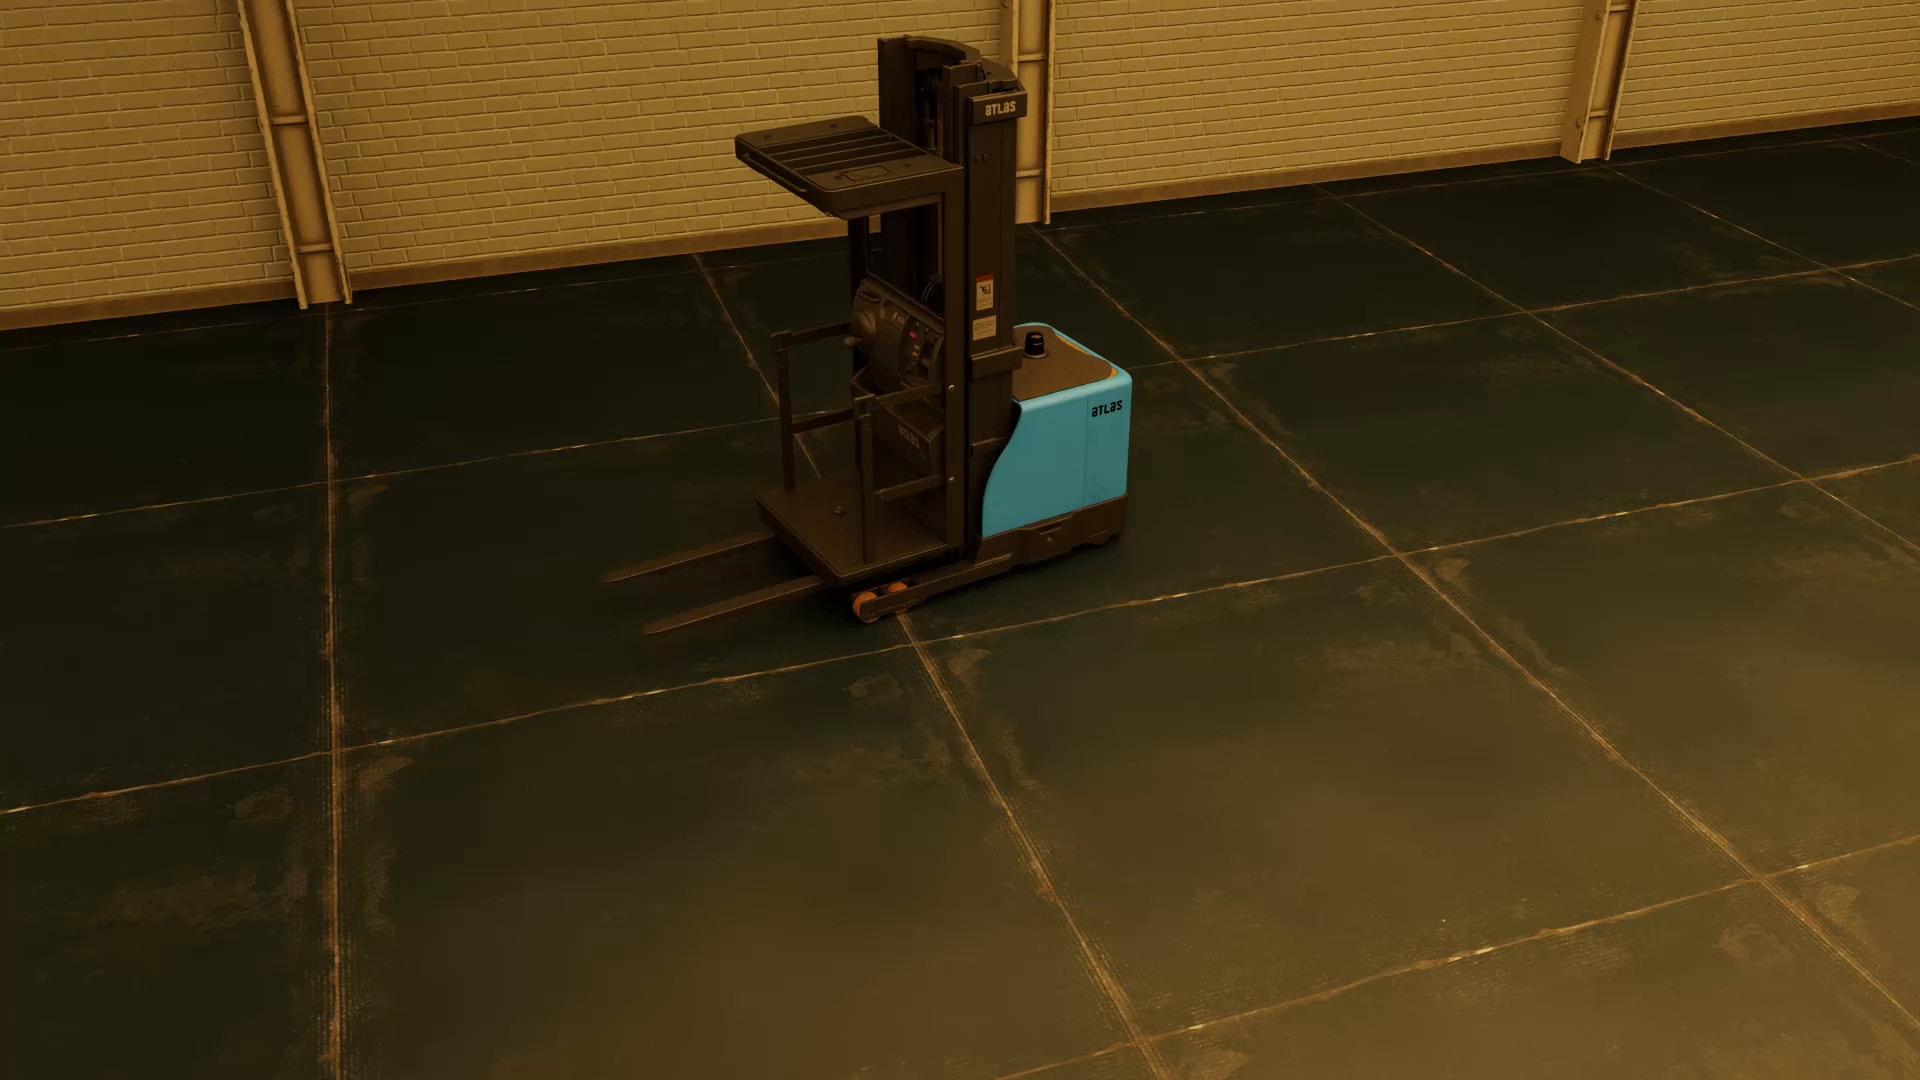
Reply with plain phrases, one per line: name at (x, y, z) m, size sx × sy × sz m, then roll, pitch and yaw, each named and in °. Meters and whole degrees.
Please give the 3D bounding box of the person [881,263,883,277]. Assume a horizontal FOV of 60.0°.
person at (-0.342, -1.270, 10.645) m, size 0.359 × 1.587 × 0.583 m, roll -7°, pitch 31°, yaw -11°

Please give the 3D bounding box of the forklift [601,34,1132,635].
forklift at (-0.524, -1.114, 9.022) m, size 3.031 × 2.935 × 1.130 m, roll -17°, pitch 34°, yaw -27°
